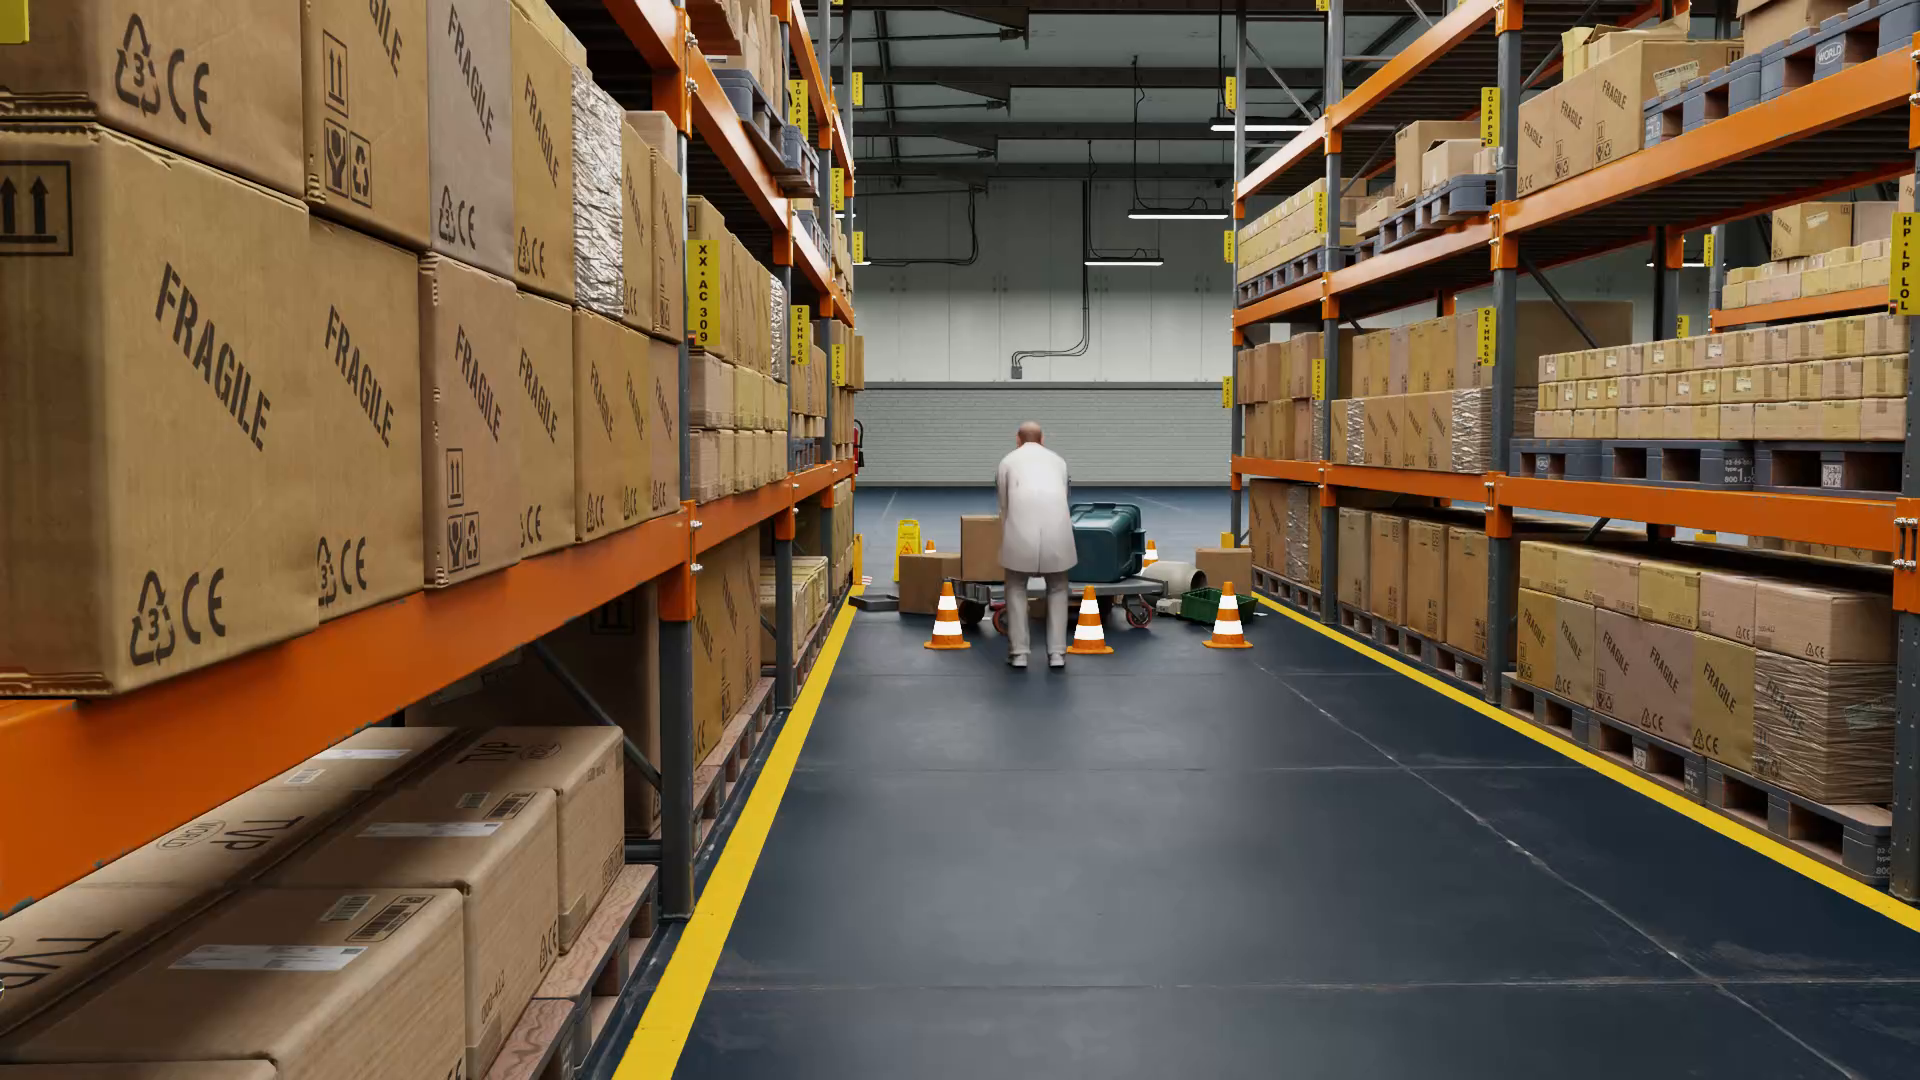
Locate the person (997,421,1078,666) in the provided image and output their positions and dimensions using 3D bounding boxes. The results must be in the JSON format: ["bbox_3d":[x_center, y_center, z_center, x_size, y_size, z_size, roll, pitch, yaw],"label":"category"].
[{"bbox_3d":[0.508,0.017,11.173,0.544,1.627,0.697,0,4,-3],"label":"person"}]
